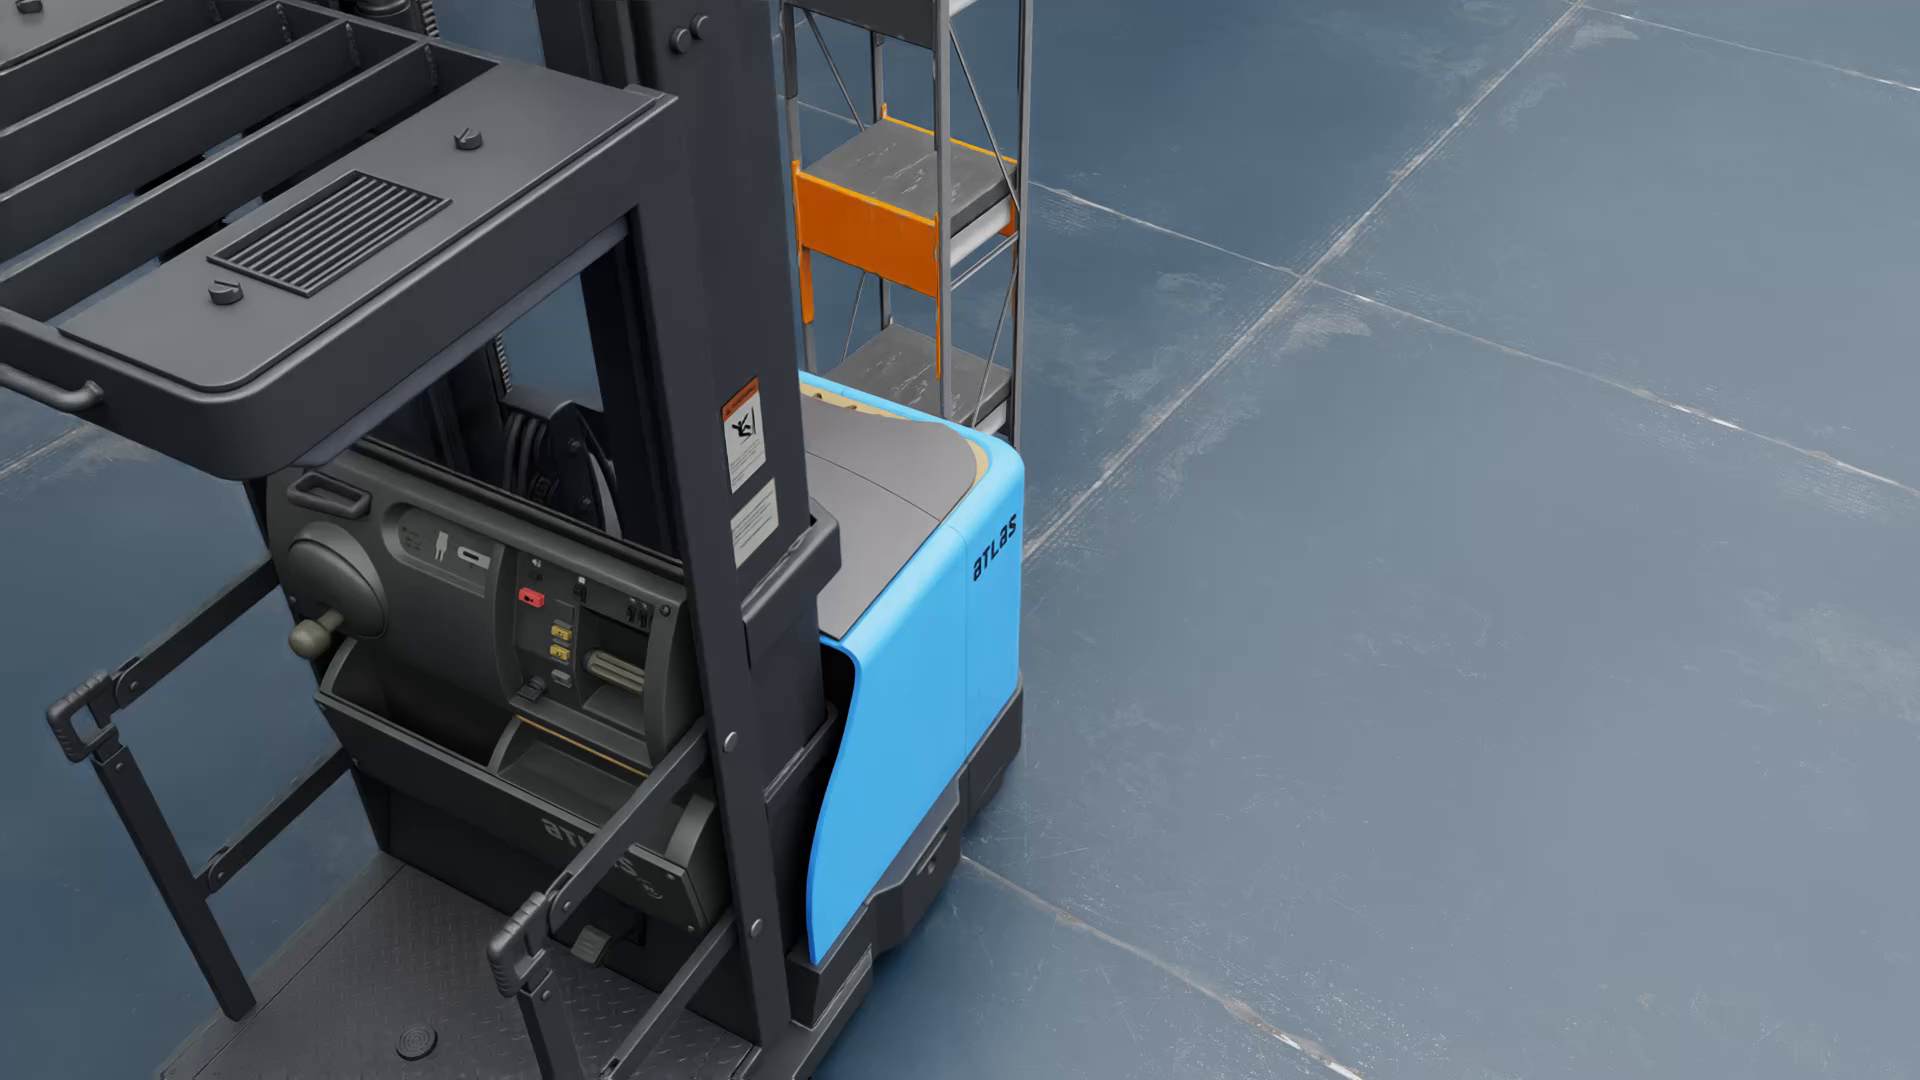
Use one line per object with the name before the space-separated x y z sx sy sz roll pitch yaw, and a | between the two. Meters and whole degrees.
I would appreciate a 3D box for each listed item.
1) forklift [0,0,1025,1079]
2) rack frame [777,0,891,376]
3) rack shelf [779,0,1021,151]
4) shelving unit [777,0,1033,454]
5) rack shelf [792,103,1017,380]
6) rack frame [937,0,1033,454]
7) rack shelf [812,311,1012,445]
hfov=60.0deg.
forklift | -0.988 0.192 2.838 1.130 2.935 3.031 20 46 21
rack frame | -0.335 -0.939 4.725 0.015 2.100 0.400 25 48 25
rack shelf | -0.136 -1.357 4.163 0.480 0.518 0.431 25 48 25
shelving unit | -0.136 -0.846 4.621 0.503 2.100 0.431 25 48 25
rack shelf | -0.136 -0.836 4.630 0.480 0.518 0.431 25 48 25
rack frame | 0.064 -0.752 4.516 0.015 2.100 0.400 25 48 25
rack shelf | -0.136 -0.314 5.097 0.480 0.518 0.431 25 48 25
